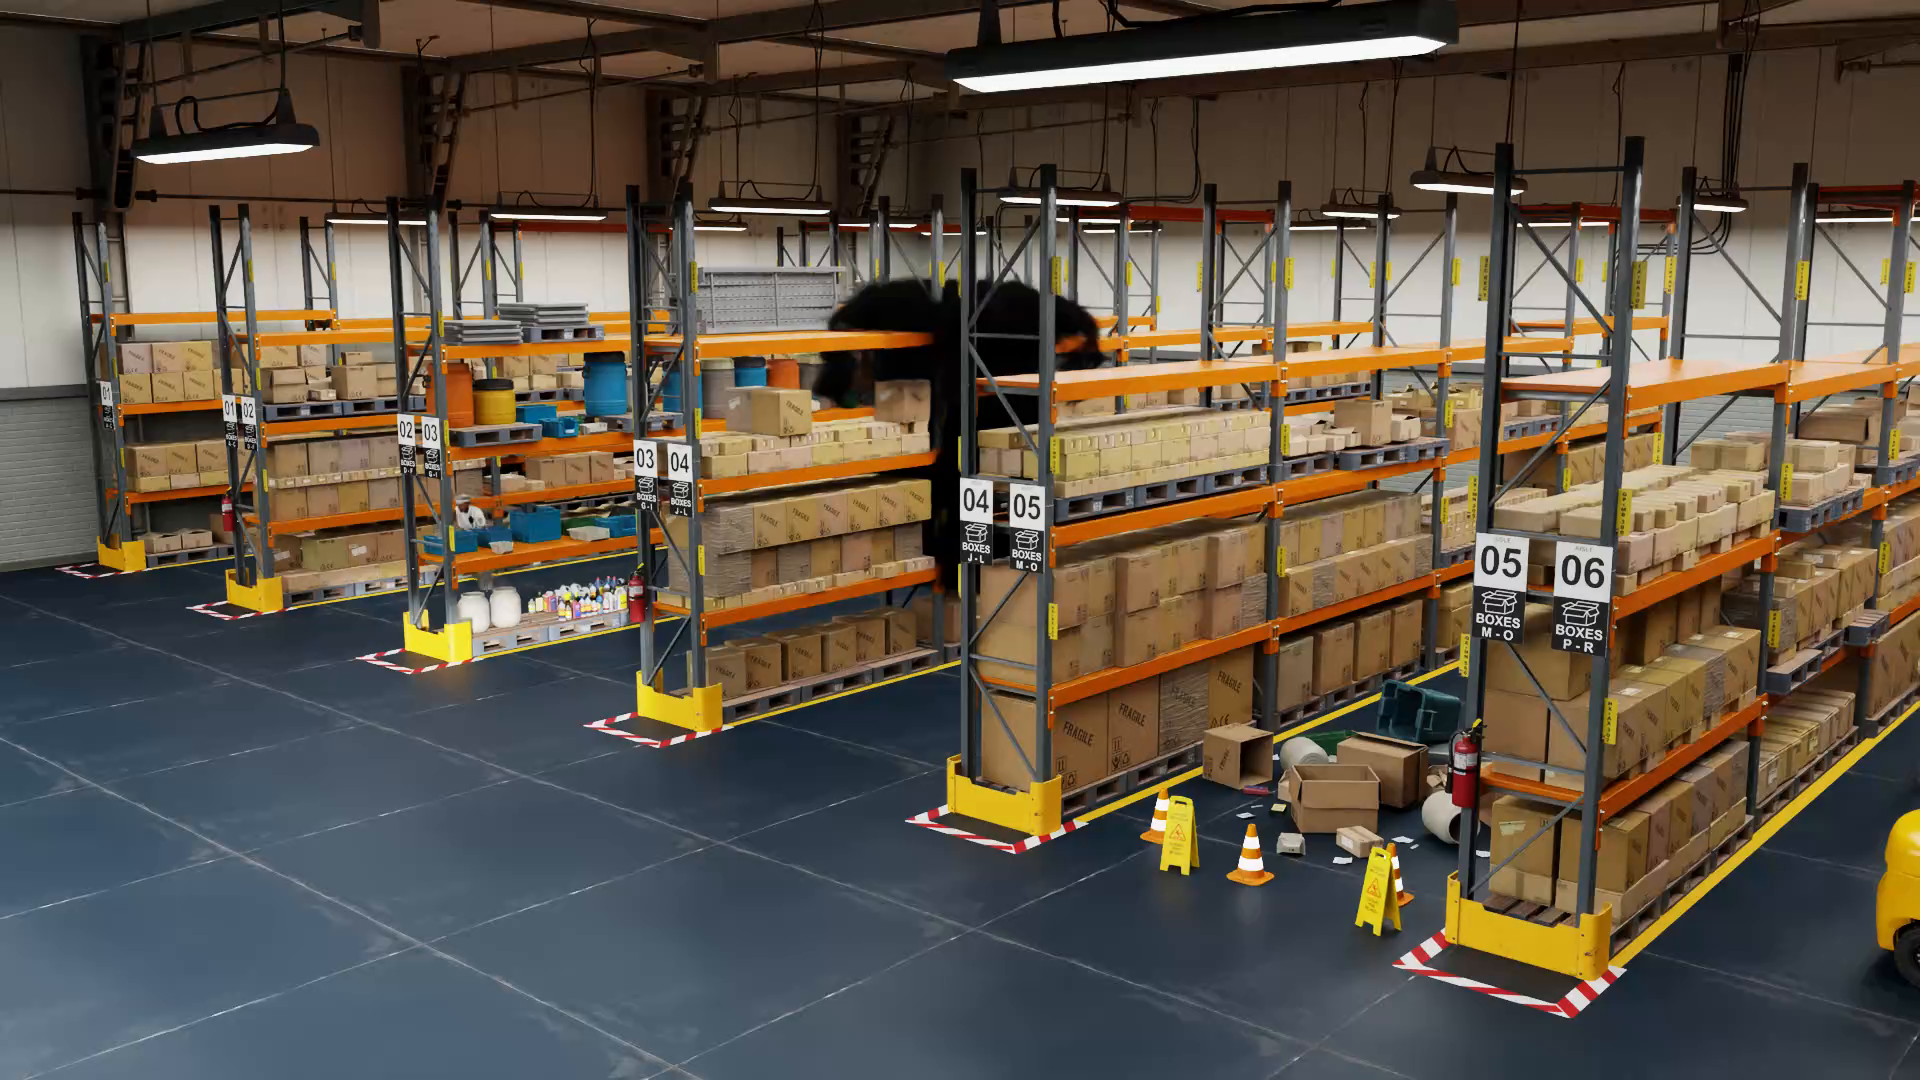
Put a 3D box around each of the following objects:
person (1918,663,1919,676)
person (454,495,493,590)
[{"bbox_3d":[9.952,1.636,16.790,0.541,1.585,0.979,7,12,34],"label":"person"},{"bbox_3d":[-7.294,0.037,24.817,0.602,1.516,0.849,3,10,15],"label":"person"}]
